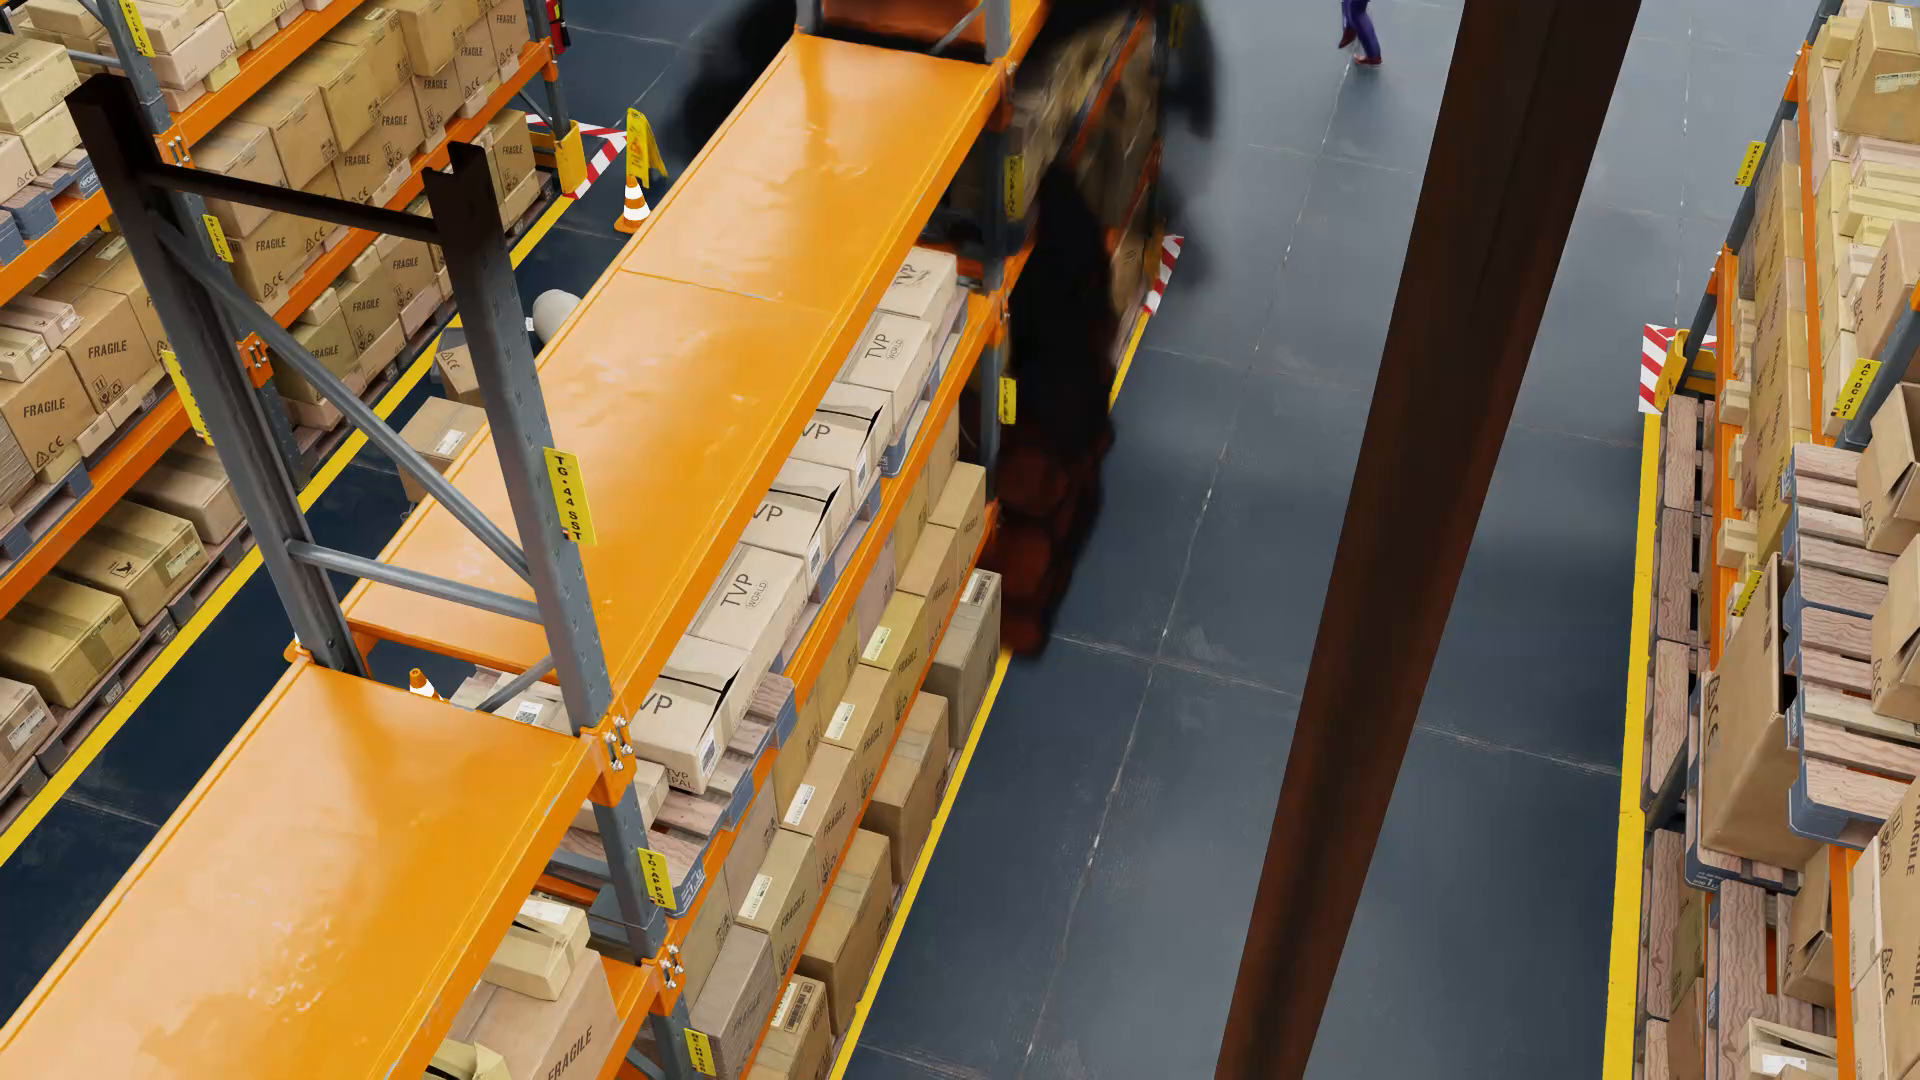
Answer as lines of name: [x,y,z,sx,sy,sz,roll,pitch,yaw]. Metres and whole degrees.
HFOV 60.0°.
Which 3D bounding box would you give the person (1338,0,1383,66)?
person: [3.648,-5.093,14.995,0.630,1.610,0.796,-24,50,-22]
